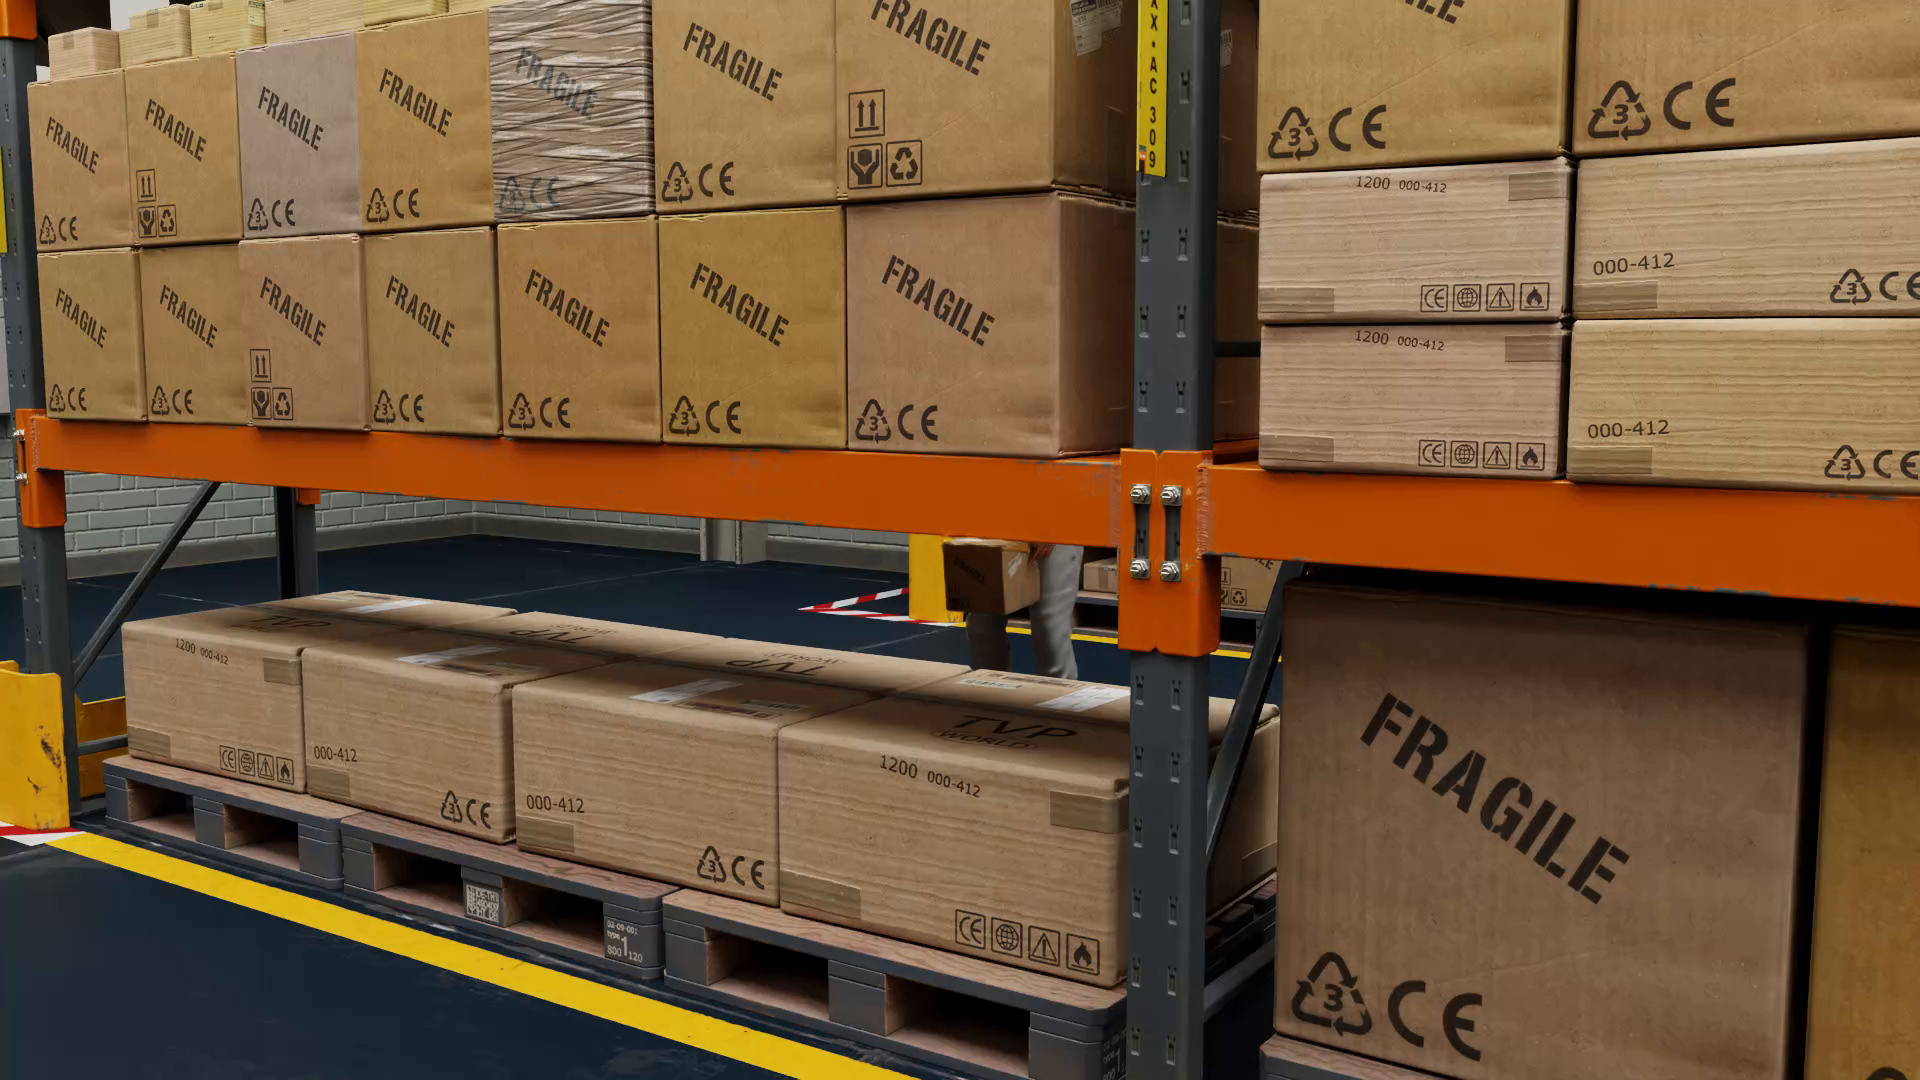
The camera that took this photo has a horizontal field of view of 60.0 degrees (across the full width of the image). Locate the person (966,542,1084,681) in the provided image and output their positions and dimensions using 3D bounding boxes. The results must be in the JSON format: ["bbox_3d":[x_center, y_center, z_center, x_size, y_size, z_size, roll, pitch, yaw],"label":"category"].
[{"bbox_3d":[0.242,-0.026,6.184,0.513,1.672,0.423,4,8,32],"label":"person"}]
